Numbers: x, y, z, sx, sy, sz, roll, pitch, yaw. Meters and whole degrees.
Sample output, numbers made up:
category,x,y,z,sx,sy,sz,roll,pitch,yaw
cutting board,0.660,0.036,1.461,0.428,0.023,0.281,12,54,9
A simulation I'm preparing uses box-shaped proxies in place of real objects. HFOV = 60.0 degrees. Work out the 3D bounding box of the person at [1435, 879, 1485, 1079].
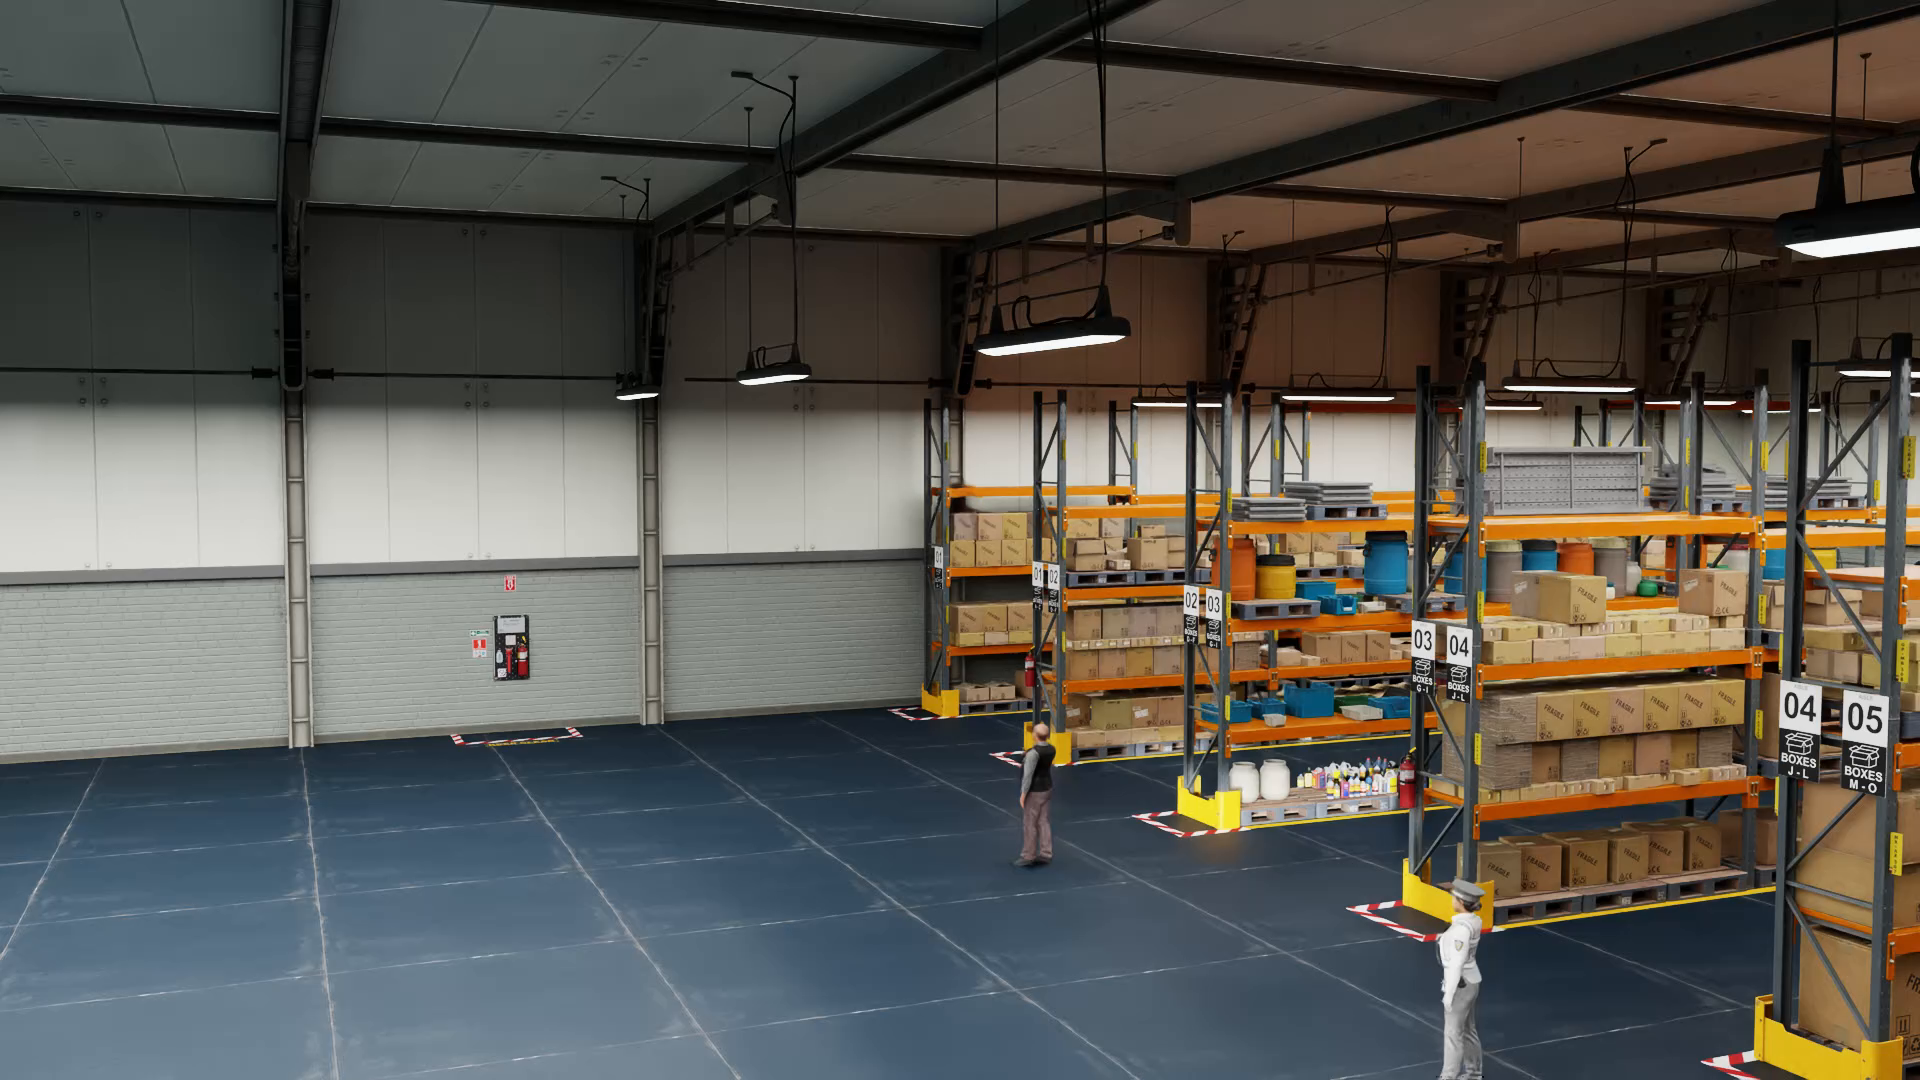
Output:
category,x,y,z,sx,sy,sz,roll,pitch,yaw
person,3.915,3.551,13.211,0.495,1.700,0.498,1,3,13

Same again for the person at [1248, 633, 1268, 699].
category,x,y,z,sx,sy,sz,roll,pitch,yaw
person,5.618,2.525,30.975,0.939,1.678,0.539,-1,4,-22

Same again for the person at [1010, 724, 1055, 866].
category,x,y,z,sx,sy,sz,roll,pitch,yaw
person,0.887,3.115,20.352,0.520,1.742,0.550,1,4,18
